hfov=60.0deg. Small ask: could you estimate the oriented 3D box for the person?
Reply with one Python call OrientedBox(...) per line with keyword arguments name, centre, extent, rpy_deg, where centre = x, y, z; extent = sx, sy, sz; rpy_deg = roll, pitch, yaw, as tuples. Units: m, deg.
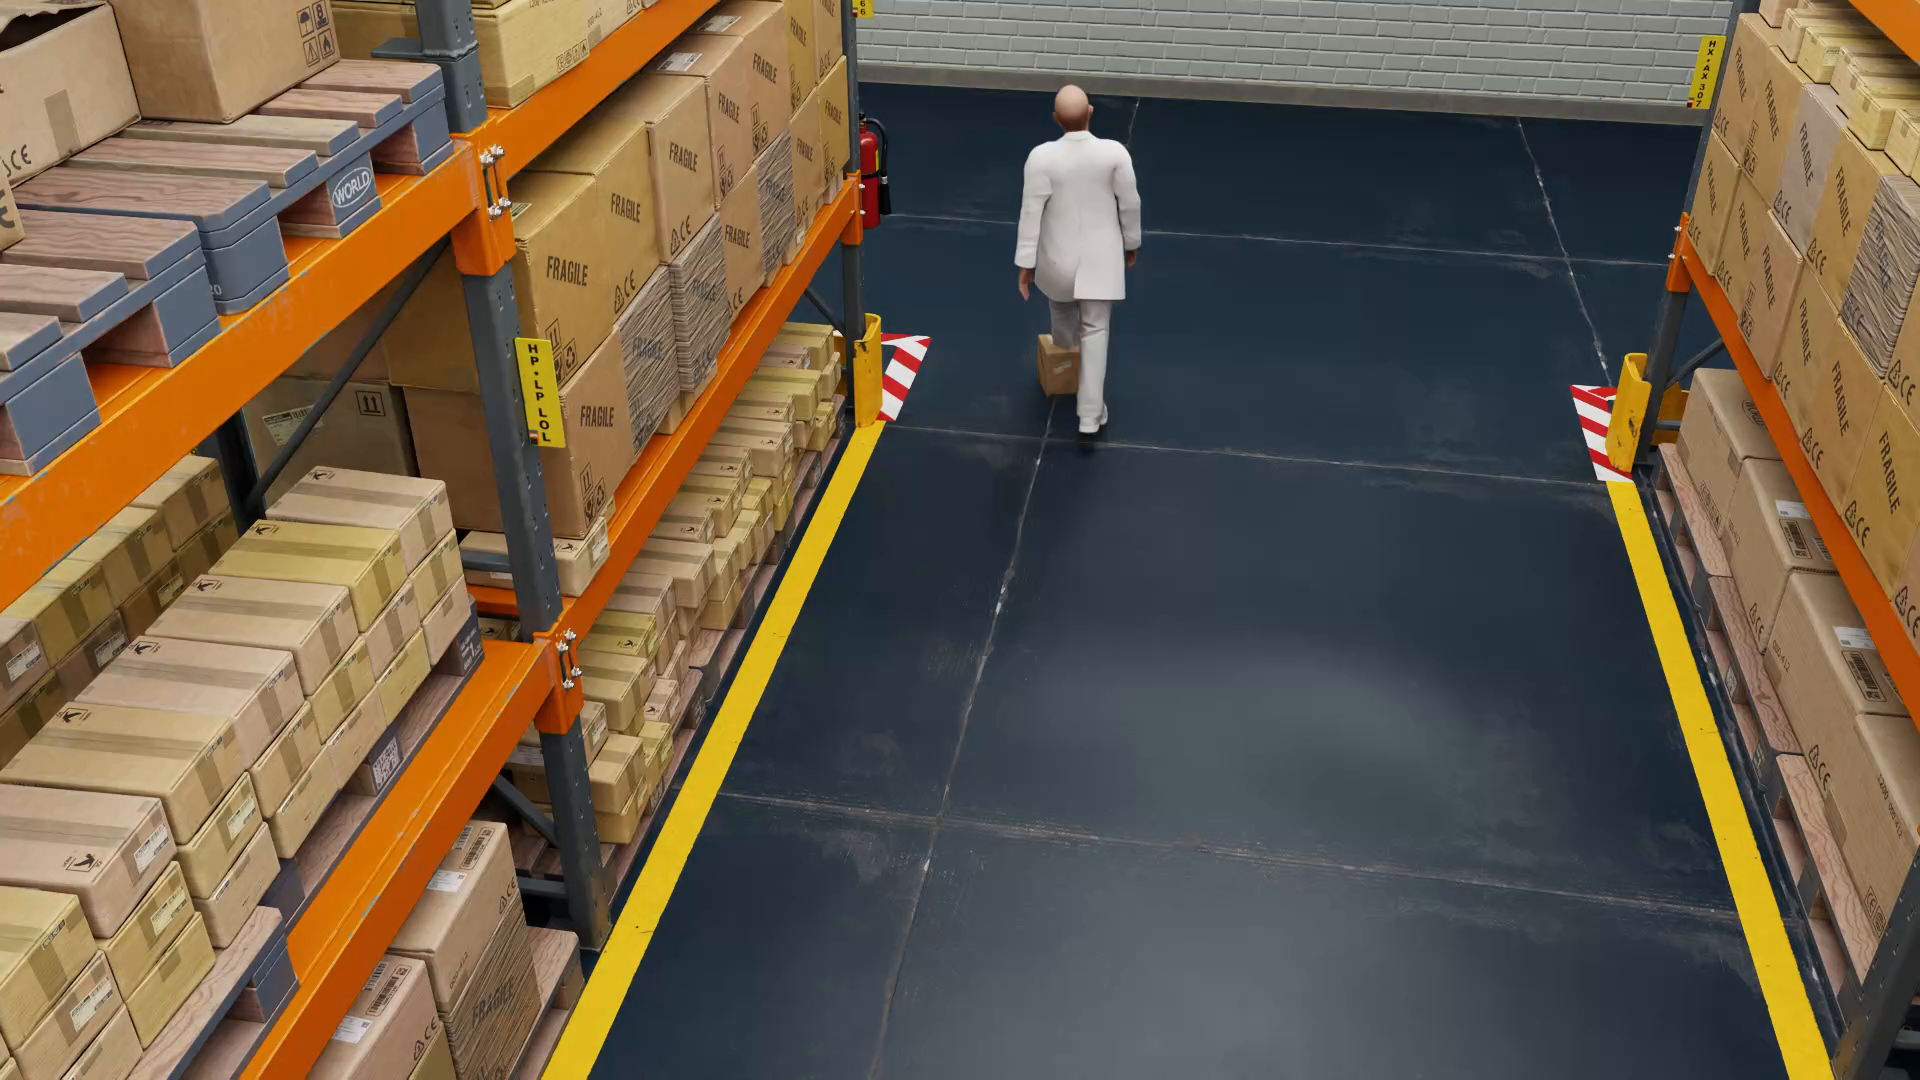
OrientedBox(name="person", centre=(0.610, -1.494, 8.550), extent=(0.643, 1.721, 1.130), rpy_deg=(2, 32, 4))
